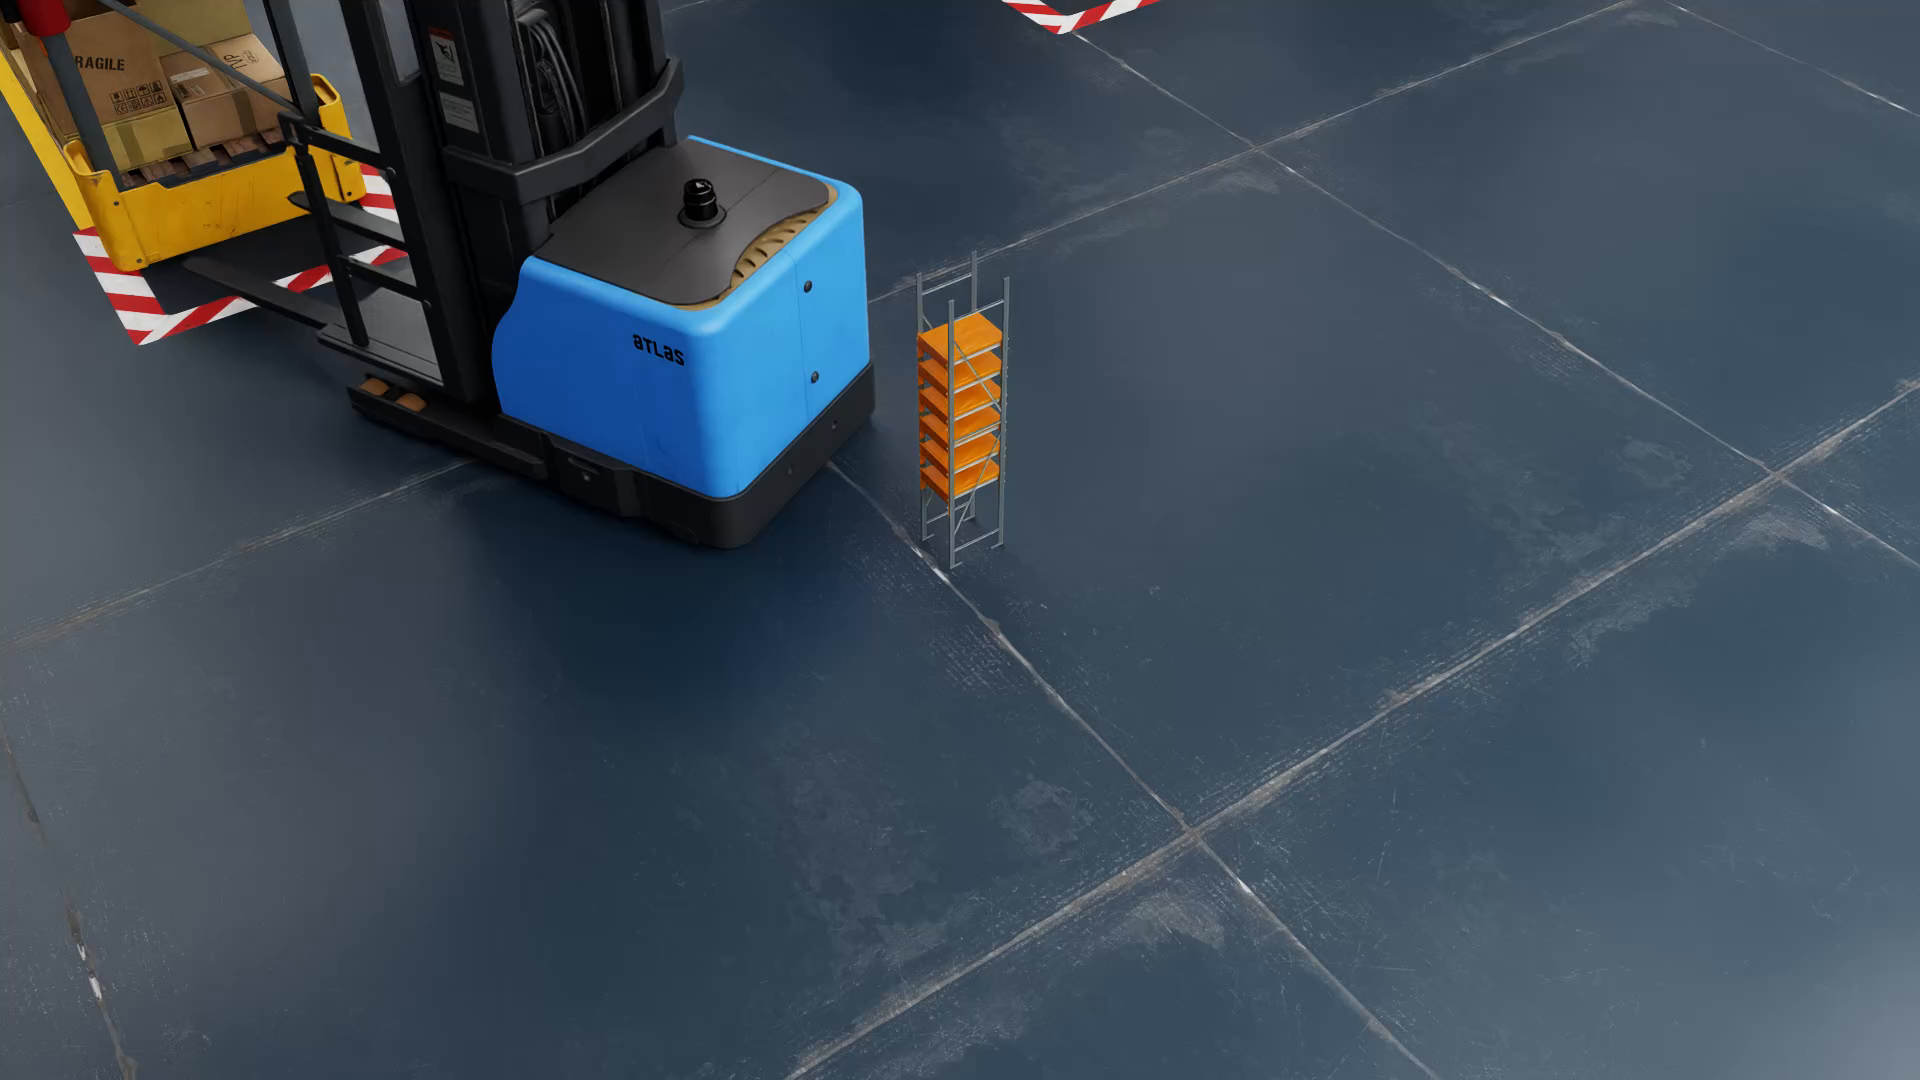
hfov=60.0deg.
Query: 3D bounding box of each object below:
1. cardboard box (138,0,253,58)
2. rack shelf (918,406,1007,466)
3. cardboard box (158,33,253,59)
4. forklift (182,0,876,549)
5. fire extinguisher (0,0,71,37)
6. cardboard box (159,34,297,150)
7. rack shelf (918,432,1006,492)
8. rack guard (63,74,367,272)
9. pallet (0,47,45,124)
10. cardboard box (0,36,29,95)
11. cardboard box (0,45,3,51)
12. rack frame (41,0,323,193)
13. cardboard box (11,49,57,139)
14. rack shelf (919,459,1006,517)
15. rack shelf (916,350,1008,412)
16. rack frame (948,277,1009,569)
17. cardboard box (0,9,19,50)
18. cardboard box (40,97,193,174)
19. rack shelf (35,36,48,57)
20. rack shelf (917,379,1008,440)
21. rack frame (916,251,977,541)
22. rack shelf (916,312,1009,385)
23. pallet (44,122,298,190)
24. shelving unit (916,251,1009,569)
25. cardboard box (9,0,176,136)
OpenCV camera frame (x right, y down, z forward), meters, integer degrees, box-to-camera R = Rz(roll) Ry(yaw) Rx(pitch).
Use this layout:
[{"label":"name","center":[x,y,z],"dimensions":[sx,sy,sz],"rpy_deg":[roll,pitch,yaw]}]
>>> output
[{"label":"cardboard box","center":[-3.833,-2.724,8.075],"dimensions":[0.500,0.500,0.500],"rpy_deg":[-26,49,-24]},{"label":"rack shelf","center":[0.008,-0.394,5.858],"dimensions":[0.258,0.103,0.180],"rpy_deg":[-26,49,-24]},{"label":"cardboard box","center":[-3.835,-2.452,8.334],"dimensions":[0.500,0.250,0.500],"rpy_deg":[-26,49,-24]},{"label":"forklift","center":[-1.879,-1.778,5.990],"dimensions":[3.031,2.935,1.130],"rpy_deg":[21,48,21]},{"label":"fire extinguisher","center":[-3.735,-2.343,6.588],"dimensions":[0.296,0.674,0.183],"rpy_deg":[-26,49,-24]},{"label":"cardboard box","center":[-3.545,-2.170,8.038],"dimensions":[0.500,0.250,0.500],"rpy_deg":[-26,49,-24]},{"label":"rack shelf","center":[0.008,-0.307,5.941],"dimensions":[0.258,0.103,0.180],"rpy_deg":[-26,49,-24]},{"label":"rack guard","center":[-3.407,-1.704,7.673],"dimensions":[1.175,0.500,0.348],"rpy_deg":[-26,49,-24]},{"label":"pallet","center":[-4.587,-2.720,8.946],"dimensions":[1.003,0.211,1.213],"rpy_deg":[-26,49,-24]},{"label":"cardboard box","center":[-4.554,-2.527,8.412],"dimensions":[0.500,0.250,0.500],"rpy_deg":[-26,49,-24]},{"label":"cardboard box","center":[-4.838,-2.811,8.709],"dimensions":[0.500,0.250,0.500],"rpy_deg":[-26,49,-24]},{"label":"rack frame","center":[-3.421,-2.622,6.824],"dimensions":[1.000,3.000,0.127],"rpy_deg":[-26,49,-24]},{"label":"cardboard box","center":[-4.266,-2.244,8.116],"dimensions":[0.500,0.250,0.500],"rpy_deg":[-26,49,-24]},{"label":"rack shelf","center":[0.008,-0.220,6.024],"dimensions":[0.258,0.103,0.180],"rpy_deg":[-26,49,-24]},{"label":"rack shelf","center":[0.008,-0.567,5.692],"dimensions":[0.258,0.103,0.180],"rpy_deg":[-26,49,-24]},{"label":"rack frame","center":[0.061,-0.374,5.773],"dimensions":[0.240,1.200,0.006],"rpy_deg":[-26,49,-24]},{"label":"cardboard box","center":[-4.556,-2.797,8.151],"dimensions":[0.500,0.500,0.500],"rpy_deg":[-26,49,-24]},{"label":"cardboard box","center":[-3.970,-1.966,7.824],"dimensions":[0.500,0.250,0.500],"rpy_deg":[-26,49,-24]},{"label":"rack shelf","center":[-4.565,-3.494,8.259],"dimensions":[1.077,0.370,4.000],"rpy_deg":[-26,49,-24]},{"label":"rack shelf","center":[0.008,-0.480,5.775],"dimensions":[0.258,0.103,0.180],"rpy_deg":[-26,49,-24]},{"label":"rack frame","center":[-0.044,-0.478,5.881],"dimensions":[0.240,1.200,0.006],"rpy_deg":[-26,49,-24]},{"label":"rack shelf","center":[0.008,-0.654,5.609],"dimensions":[0.258,0.103,0.180],"rpy_deg":[-26,49,-24]},{"label":"pallet","center":[-3.893,-2.030,8.223],"dimensions":[1.003,0.211,1.213],"rpy_deg":[-26,49,-24]},{"label":"shelving unit","center":[0.008,-0.426,5.827],"dimensions":[0.258,1.200,0.189],"rpy_deg":[-26,49,-24]},{"label":"cardboard box","center":[-3.972,-2.236,7.564],"dimensions":[0.500,0.500,0.500],"rpy_deg":[-26,49,-24]}]
